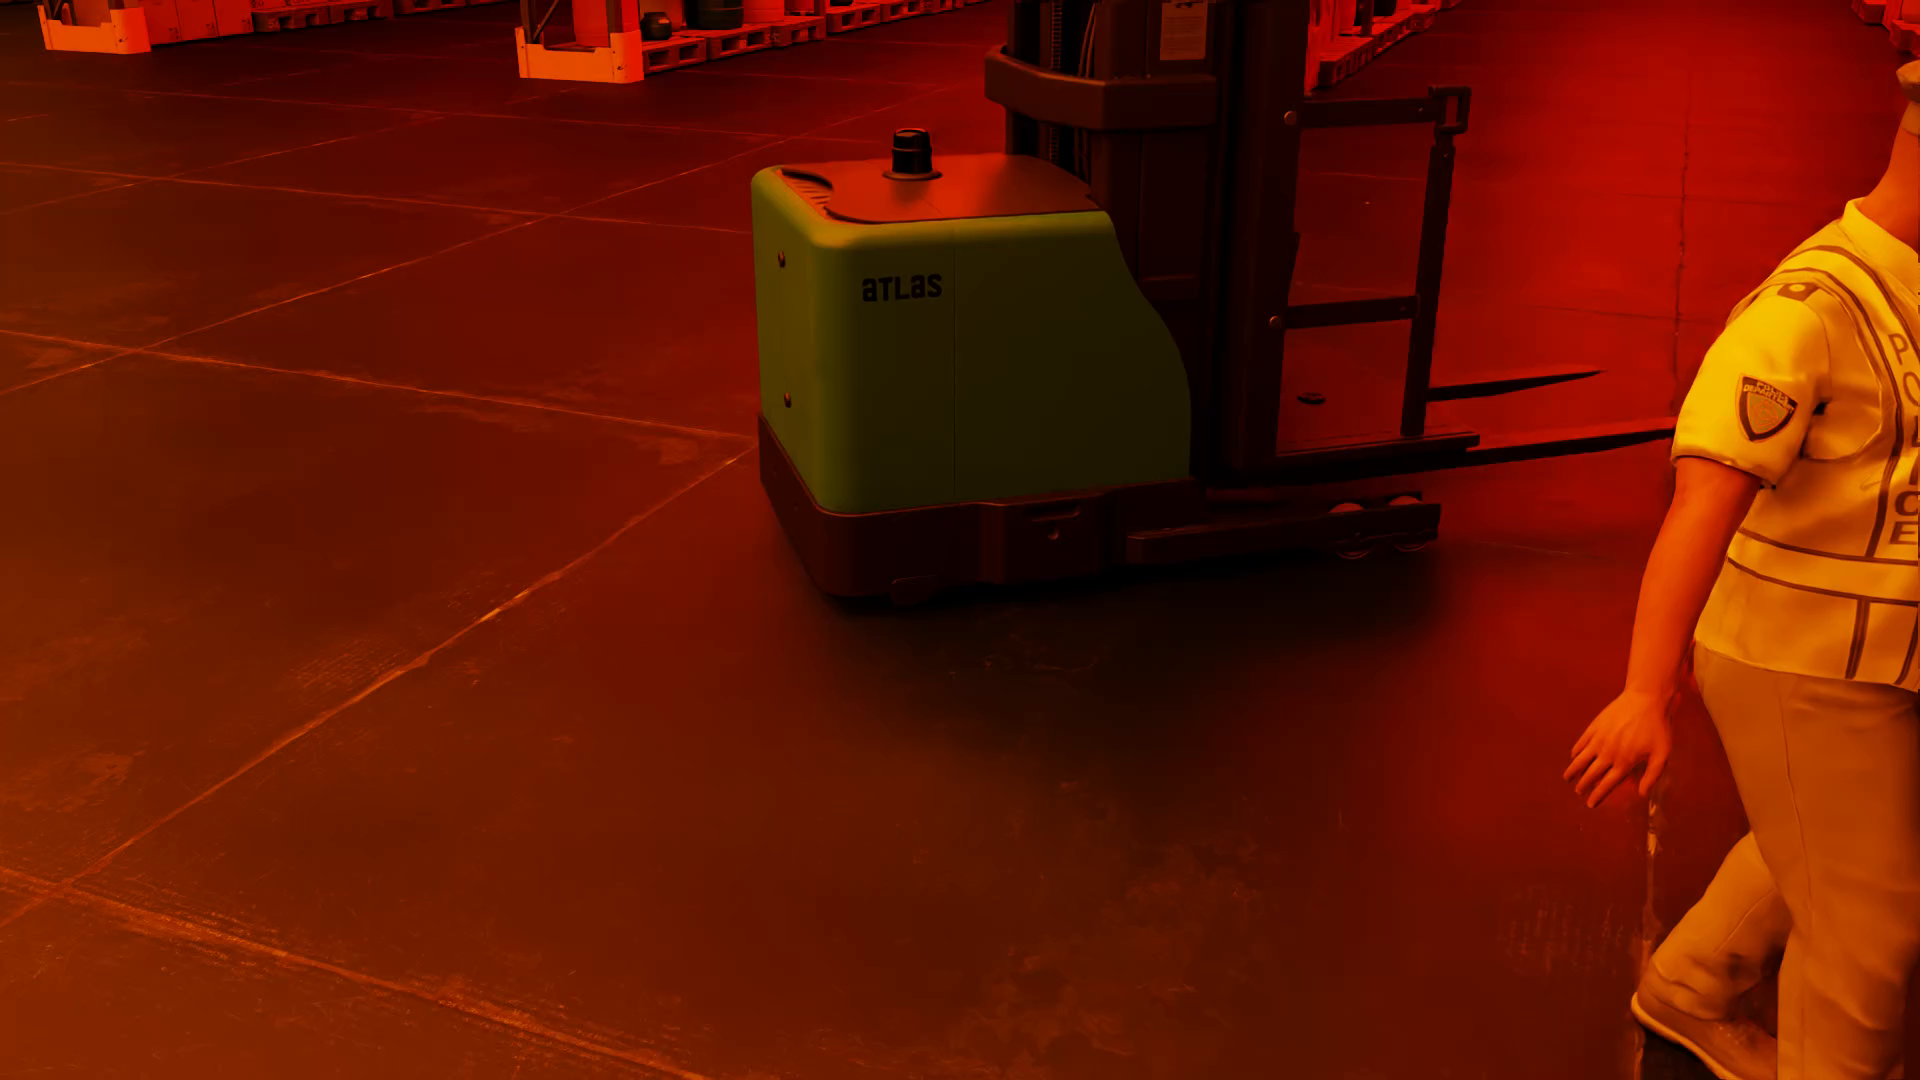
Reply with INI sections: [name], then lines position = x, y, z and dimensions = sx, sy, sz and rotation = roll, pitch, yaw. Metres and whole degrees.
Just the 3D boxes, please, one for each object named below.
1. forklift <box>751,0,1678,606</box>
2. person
[forklift]
position = 0.933, -1.482, 4.838
dimensions = 3.031, 2.935, 1.130
rotation = -7, 24, -16
[person]
position = 1.352, 0.222, 2.394
dimensions = 1.011, 1.756, 0.694
rotation = -16, 28, -34
